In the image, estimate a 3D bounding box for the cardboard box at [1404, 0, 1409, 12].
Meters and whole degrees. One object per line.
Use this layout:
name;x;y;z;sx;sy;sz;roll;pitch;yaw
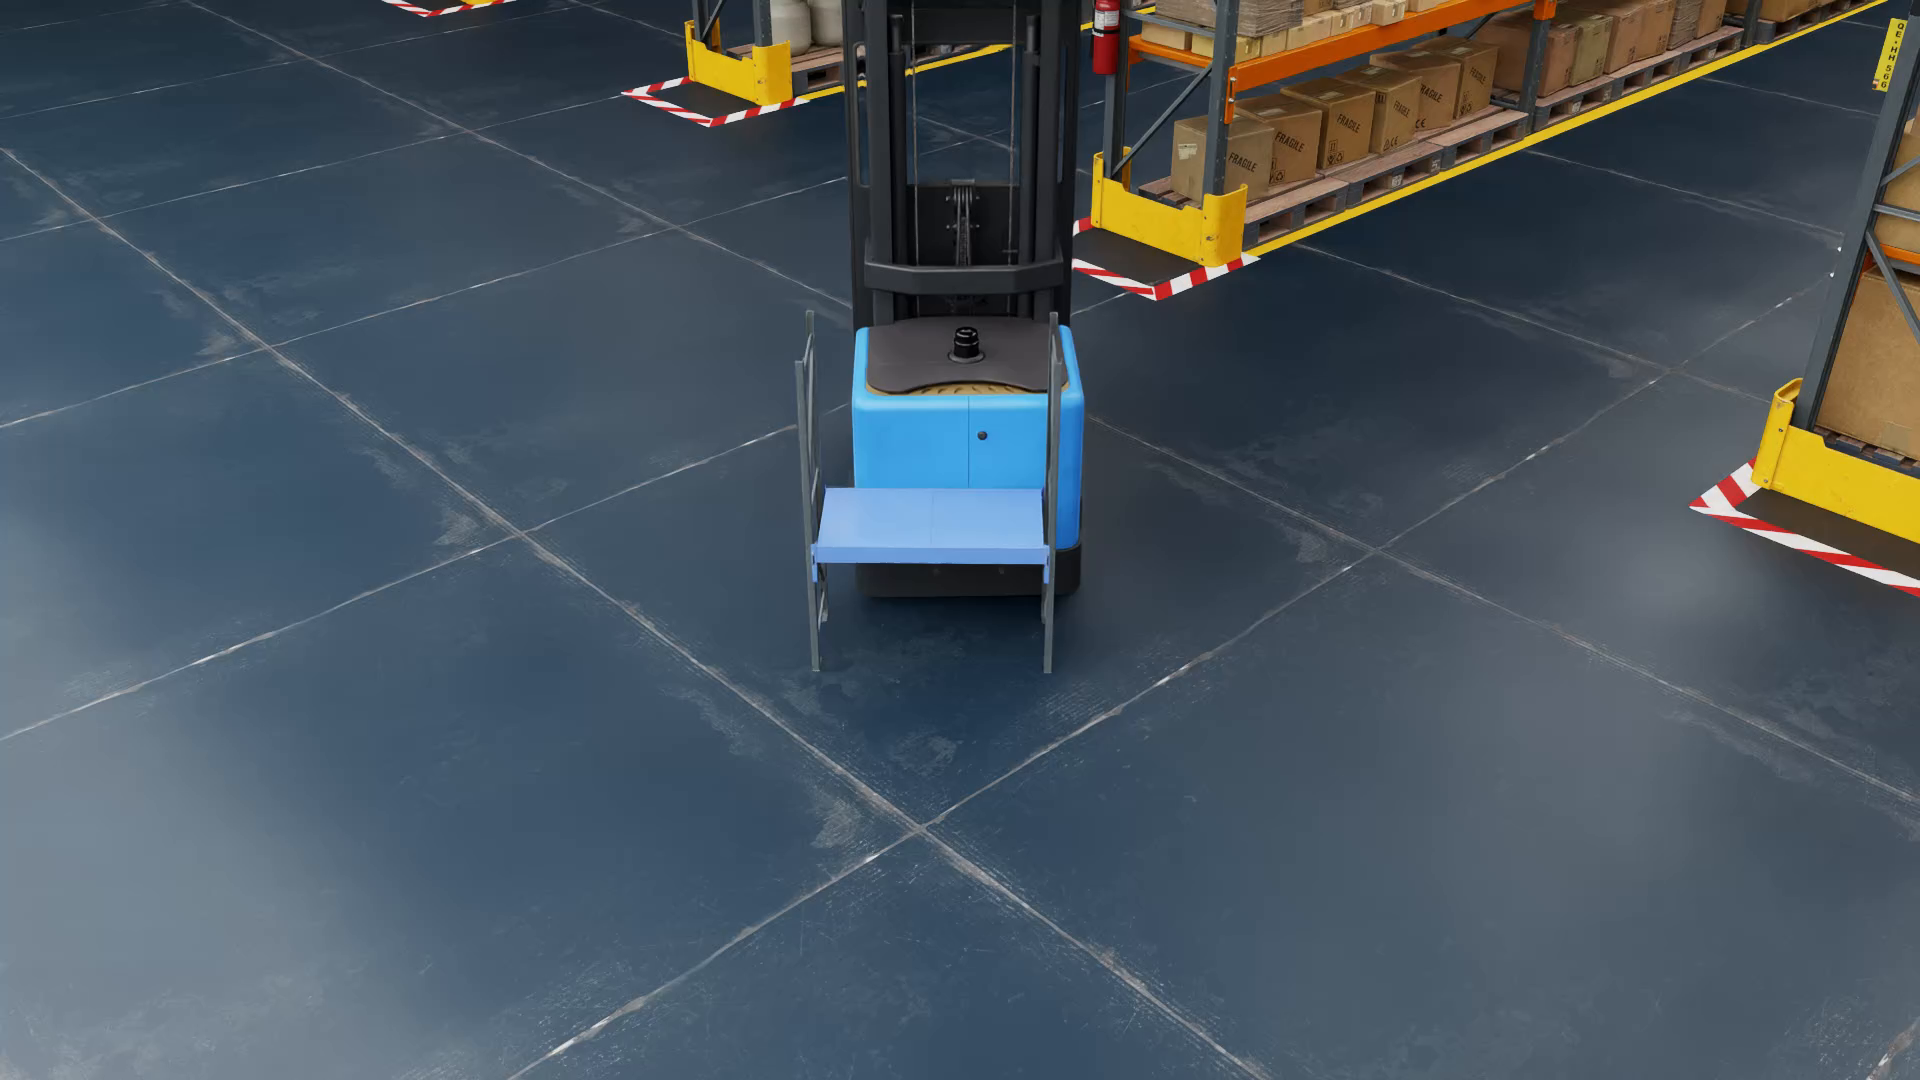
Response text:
cardboard box;3.013;-3.907;12.004;0.250;0.149;0.380;-26;40;-35

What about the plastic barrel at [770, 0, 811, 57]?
plastic barrel;-1.554;-4.645;14.953;0.421;0.512;0.421;0;31;0

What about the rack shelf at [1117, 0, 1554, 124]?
rack shelf;2.850;-3.772;12.233;4.000;0.370;1.077;-26;40;-35

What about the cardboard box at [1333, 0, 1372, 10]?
cardboard box;2.486;-4.108;11.712;0.500;0.500;0.875;-26;40;-35

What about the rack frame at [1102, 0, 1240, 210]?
rack frame;1.383;-3.370;10.885;0.127;3.000;1.000;-26;40;-35

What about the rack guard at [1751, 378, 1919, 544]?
rack guard;4.664;-0.361;8.362;0.348;0.500;1.175;-26;40;-35

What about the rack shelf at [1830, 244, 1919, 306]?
rack shelf;6.148;-1.839;9.072;4.000;0.370;1.077;-26;40;-35

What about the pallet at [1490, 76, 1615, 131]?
pallet;4.886;-3.876;14.386;1.213;0.211;1.003;-26;40;-35

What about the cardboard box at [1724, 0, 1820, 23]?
cardboard box;7.769;-5.717;16.358;1.225;0.875;0.875;27;41;37

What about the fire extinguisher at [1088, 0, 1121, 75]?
fire extinguisher;0.986;-3.472;11.127;0.183;0.674;0.296;-26;40;-35

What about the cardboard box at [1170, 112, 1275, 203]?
cardboard box;1.852;-2.697;11.780;0.500;0.500;0.500;-18;36;-27

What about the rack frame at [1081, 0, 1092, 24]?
rack frame;0.948;-6.683;16.304;0.127;3.000;1.000;-26;40;-35

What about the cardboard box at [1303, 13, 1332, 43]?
cardboard box;2.313;-3.533;11.394;0.250;0.149;0.380;-26;40;-35

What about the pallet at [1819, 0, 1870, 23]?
pallet;8.773;-5.699;17.368;1.213;0.211;1.003;-26;40;-35

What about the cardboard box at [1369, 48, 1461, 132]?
cardboard box;3.581;-3.569;13.204;0.500;0.500;0.500;-13;34;-21

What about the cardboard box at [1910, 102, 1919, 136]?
cardboard box;4.980;-2.078;7.594;0.550;0.550;0.875;-26;40;-35

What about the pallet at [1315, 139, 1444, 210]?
pallet;2.953;-2.912;12.810;1.213;0.211;1.003;-26;40;-35

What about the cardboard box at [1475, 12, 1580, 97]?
cardboard box;4.781;-4.119;14.086;0.700;0.500;0.500;26;40;35

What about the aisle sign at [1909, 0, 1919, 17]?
aisle sign;4.425;-2.635;7.192;0.004;0.787;0.394;-26;40;-35

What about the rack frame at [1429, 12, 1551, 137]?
rack frame;4.316;-4.788;13.206;0.127;3.000;1.000;-26;40;-35

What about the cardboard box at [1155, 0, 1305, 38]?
cardboard box;1.805;-3.724;11.083;0.500;0.500;0.875;-26;40;-35

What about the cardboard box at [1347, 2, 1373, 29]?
cardboard box;2.666;-3.718;11.696;0.250;0.149;0.380;-26;40;-35

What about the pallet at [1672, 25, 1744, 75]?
pallet;6.675;-4.741;15.801;1.213;0.211;1.003;-26;40;-35

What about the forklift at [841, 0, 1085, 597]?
forklift;0.000;-1.719;8.251;1.130;2.935;3.031;-1;31;-1

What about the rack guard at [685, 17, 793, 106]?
rack guard;-1.961;-4.243;14.709;0.348;0.500;1.175;-26;40;-35

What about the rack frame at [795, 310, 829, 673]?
rack frame;-0.629;-0.188;7.120;0.032;1.500;0.500;0;31;1

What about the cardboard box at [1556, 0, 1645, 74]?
cardboard box;5.553;-4.480;14.675;0.700;0.500;0.500;25;40;35

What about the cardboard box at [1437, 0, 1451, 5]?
cardboard box;3.408;-4.068;12.268;0.250;0.149;0.380;-26;40;-35

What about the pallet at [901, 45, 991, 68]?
pallet;-0.467;-4.836;15.957;1.213;0.211;1.003;-26;40;-35

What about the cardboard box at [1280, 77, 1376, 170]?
cardboard box;2.739;-3.137;12.499;0.500;0.500;0.500;-22;38;-31

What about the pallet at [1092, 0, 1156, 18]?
pallet;1.498;-5.787;17.511;1.213;0.211;1.003;-26;40;-35

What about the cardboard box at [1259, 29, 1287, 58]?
cardboard box;1.950;-3.354;11.100;0.250;0.149;0.380;-26;40;-35

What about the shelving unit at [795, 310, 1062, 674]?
shelving unit;-0.120;-0.185;7.114;1.048;1.500;0.538;0;31;1

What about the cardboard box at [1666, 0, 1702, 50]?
cardboard box;6.373;-4.882;15.332;0.700;0.500;0.500;25;40;35
